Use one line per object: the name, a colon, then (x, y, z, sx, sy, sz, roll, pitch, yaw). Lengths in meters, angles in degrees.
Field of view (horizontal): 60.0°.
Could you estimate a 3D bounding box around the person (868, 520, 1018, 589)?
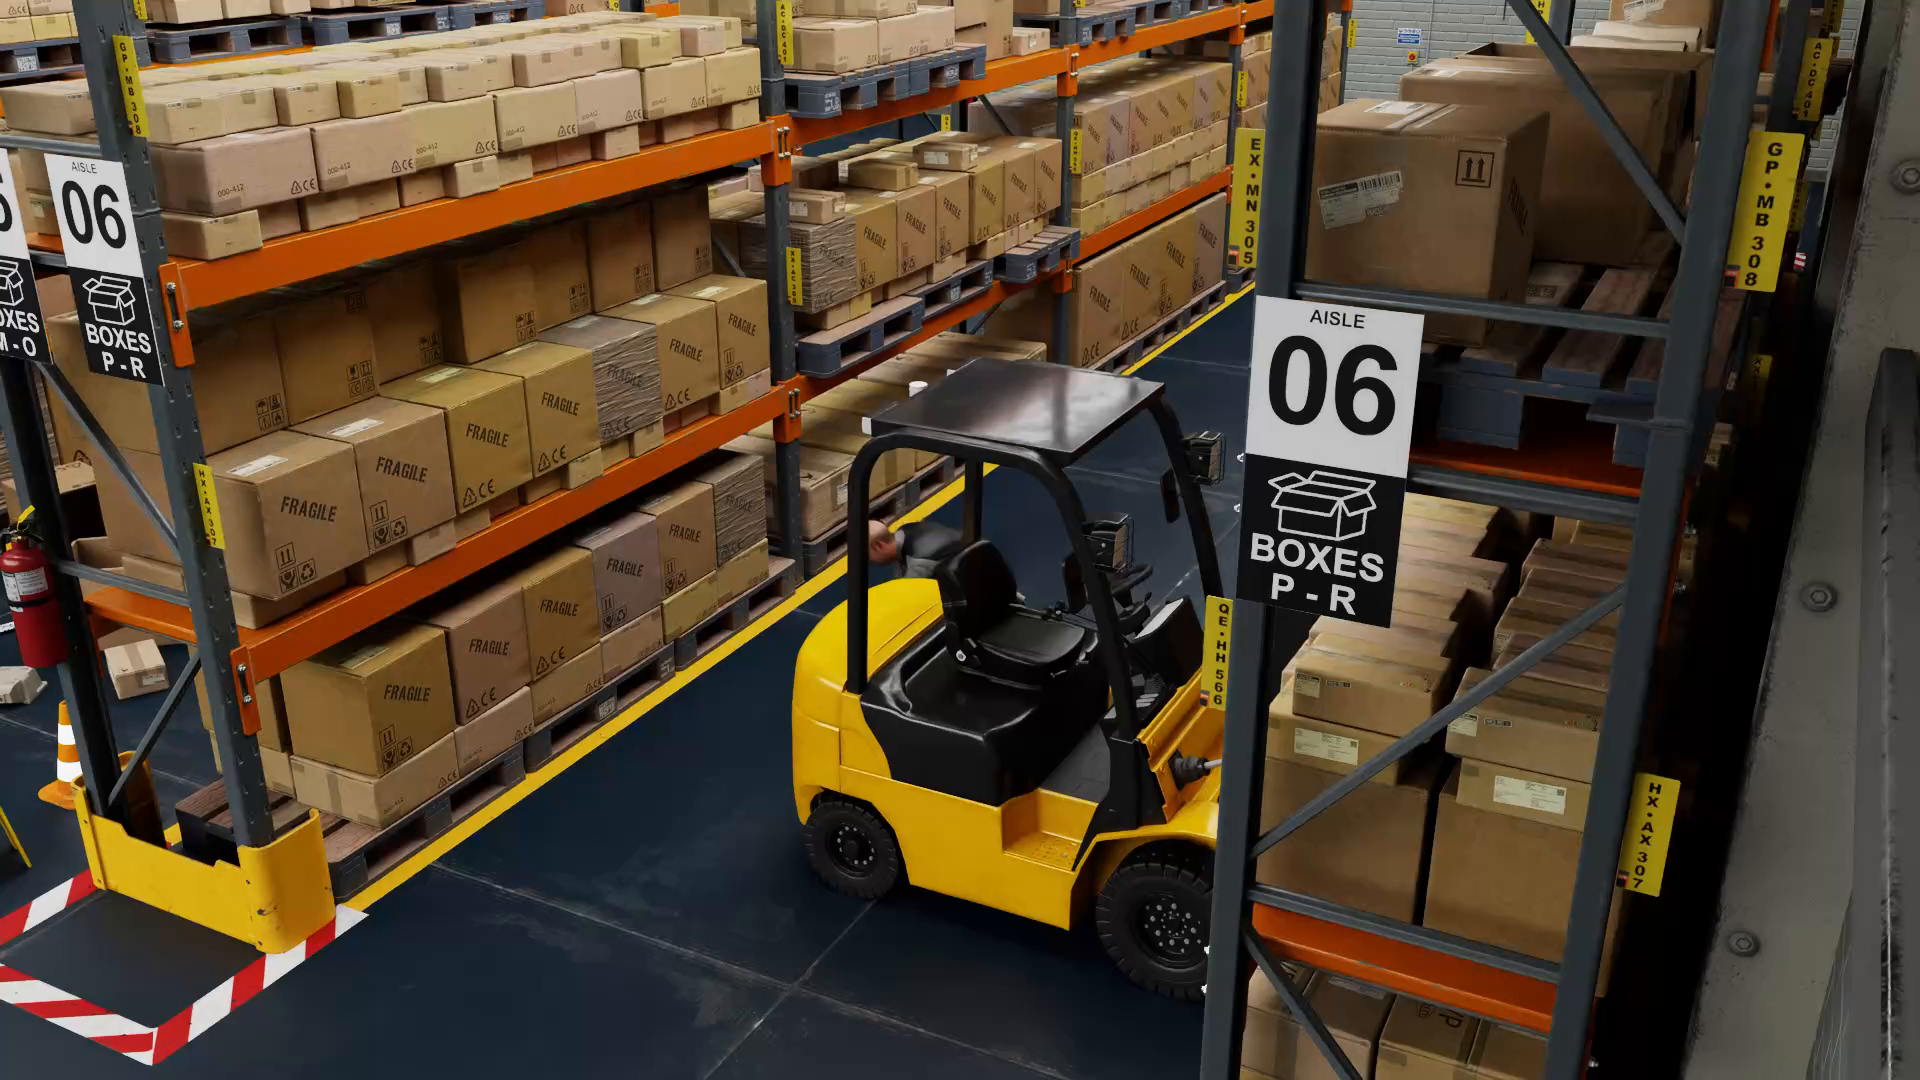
person: (-0.128, 0.290, 8.870, 0.861, 0.887, 0.543, -1, 23, -2)
